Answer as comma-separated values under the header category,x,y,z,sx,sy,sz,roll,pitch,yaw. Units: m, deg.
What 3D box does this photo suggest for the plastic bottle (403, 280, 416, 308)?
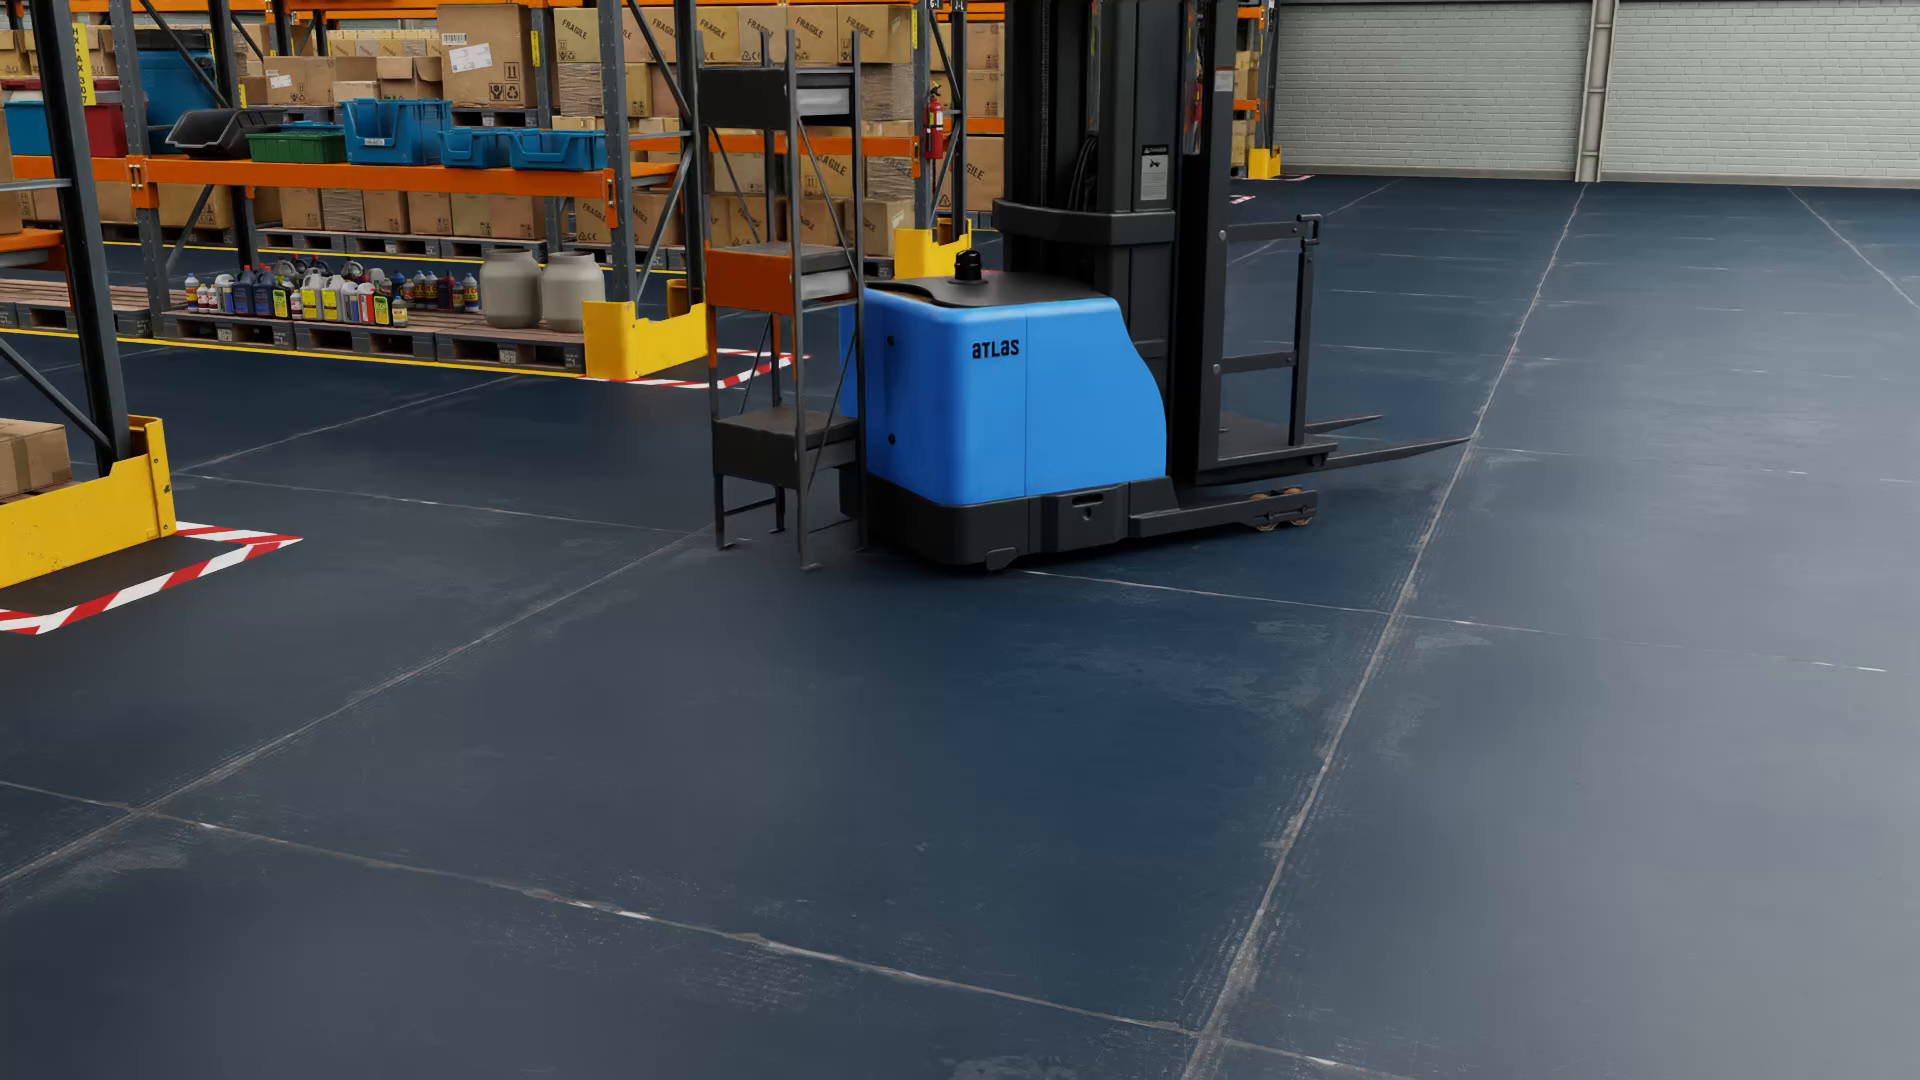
category,x,y,z,sx,sy,sz,roll,pitch,yaw
plastic bottle,-4.069,-1.825,12.309,0.097,0.201,0.097,0,16,0

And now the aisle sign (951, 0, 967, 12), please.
category,x,y,z,sx,sy,sz,roll,pitch,yaw
aisle sign,-0.008,-5.240,15.180,0.004,0.787,0.394,6,17,21

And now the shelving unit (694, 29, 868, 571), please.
category,x,y,z,sx,sy,sz,roll,pitch,yaw
shelving unit,-0.710,-0.968,6.741,0.503,2.100,0.431,12,20,36

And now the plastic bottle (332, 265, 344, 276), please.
category,x,y,z,sx,sy,sz,roll,pitch,yaw
plastic bottle,-4.663,-1.935,12.541,0.133,0.283,0.061,8,18,24

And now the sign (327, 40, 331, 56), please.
category,x,y,z,sx,sy,sz,roll,pitch,yaw
sign,-9.224,-7.124,24.256,0.005,0.325,0.100,6,17,21

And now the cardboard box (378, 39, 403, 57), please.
category,x,y,z,sx,sy,sz,roll,pitch,yaw
cardboard box,-9.652,-8.380,28.685,0.500,0.500,0.500,6,17,21

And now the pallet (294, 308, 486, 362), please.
category,x,y,z,sx,sy,sz,roll,pitch,yaw
pallet,-3.965,-1.502,11.968,1.213,0.211,1.003,6,17,21

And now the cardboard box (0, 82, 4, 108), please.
category,x,y,z,sx,sy,sz,roll,pitch,yaw
cardboard box,-4.100,-1.807,6.674,0.250,0.149,0.380,6,17,20

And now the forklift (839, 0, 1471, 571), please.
category,x,y,z,sx,sy,sz,roll,pitch,yaw
forklift,1.005,-1.562,7.296,3.031,2.935,1.130,-9,18,-28

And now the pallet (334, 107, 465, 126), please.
category,x,y,z,sx,sy,sz,roll,pitch,yaw
pallet,-5.761,-4.454,17.481,1.213,0.211,1.003,6,17,21

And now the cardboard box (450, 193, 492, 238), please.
category,x,y,z,sx,sy,sz,roll,pitch,yaw
cardboard box,-4.896,-3.462,17.414,0.500,0.500,0.700,6,17,20

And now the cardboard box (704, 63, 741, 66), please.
category,x,y,z,sx,sy,sz,roll,pitch,yaw
cardboard box,-2.096,-4.311,15.930,0.500,0.500,0.875,6,17,21

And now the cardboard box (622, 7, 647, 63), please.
category,x,y,z,sx,sy,sz,roll,pitch,yaw
cardboard box,-3.105,-4.838,15.951,0.500,0.500,0.500,6,17,21

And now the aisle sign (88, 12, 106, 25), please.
category,x,y,z,sx,sy,sz,roll,pitch,yaw
aisle sign,-13.103,-8.167,25.261,0.004,0.787,0.394,6,17,21

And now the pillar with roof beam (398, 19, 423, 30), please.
category,x,y,z,sx,sy,sz,roll,pitch,yaw
pillar with roof beam,-13.362,-11.689,31.296,0.400,9.000,9.100,6,17,21

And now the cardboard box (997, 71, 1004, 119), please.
category,x,y,z,sx,sy,sz,roll,pitch,yaw
cardboard box,0.857,-5.345,19.936,0.550,0.550,0.875,6,17,21

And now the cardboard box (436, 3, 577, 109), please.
category,x,y,z,sx,sy,sz,roll,pitch,yaw
cardboard box,-4.584,-4.937,16.969,1.000,1.000,1.000,6,17,21

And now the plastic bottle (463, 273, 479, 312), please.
category,x,y,z,sx,sy,sz,roll,pitch,yaw
plastic bottle,-3.565,-1.803,12.108,0.097,0.271,0.097,0,16,0

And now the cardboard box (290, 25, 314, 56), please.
category,x,y,z,sx,sy,sz,roll,pitch,yaw
cardboard box,-9.755,-7.204,24.102,0.500,0.500,0.500,7,17,22

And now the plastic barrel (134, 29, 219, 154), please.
category,x,y,z,sx,sy,sz,roll,pitch,yaw
plastic barrel,-5.962,-3.404,12.618,0.708,0.901,0.600,6,17,21

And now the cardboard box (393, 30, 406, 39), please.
category,x,y,z,sx,sy,sz,roll,pitch,yaw
cardboard box,-9.506,-8.675,28.539,0.250,0.149,0.380,6,17,21

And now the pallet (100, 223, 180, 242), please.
category,x,y,z,sx,sy,sz,roll,pitch,yaw
pallet,-9.454,-3.625,19.281,1.213,0.211,1.003,6,17,21

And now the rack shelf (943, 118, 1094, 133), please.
category,x,y,z,sx,sy,sz,roll,pitch,yaw
rack shelf,-0.122,-5.055,20.497,4.000,0.370,1.077,6,17,21

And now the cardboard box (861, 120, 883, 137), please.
category,x,y,z,sx,sy,sz,roll,pitch,yaw
cardboard box,-0.748,-3.801,15.336,0.250,0.149,0.380,6,17,21

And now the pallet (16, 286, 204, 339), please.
category,x,y,z,sx,sy,sz,roll,pitch,yaw
pallet,-6.458,-1.776,12.912,1.213,0.211,1.003,6,17,21

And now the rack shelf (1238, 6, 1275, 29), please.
category,x,y,z,sx,sy,sz,roll,pitch,yaw
rack shelf,3.418,-9.078,28.972,4.000,0.370,1.077,6,17,21

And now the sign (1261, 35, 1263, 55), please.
category,x,y,z,sx,sy,sz,roll,pitch,yaw
sign,5.067,-8.308,27.911,0.005,0.325,0.100,6,17,21

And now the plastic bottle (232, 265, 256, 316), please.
category,x,y,z,sx,sy,sz,roll,pitch,yaw
plastic bottle,-5.115,-1.794,11.934,0.185,0.351,0.144,7,18,22

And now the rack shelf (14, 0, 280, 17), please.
category,x,y,z,sx,sy,sz,roll,pitch,yaw
rack shelf,-9.478,-6.038,18.502,4.000,0.370,1.077,6,17,21

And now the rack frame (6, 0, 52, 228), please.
category,x,y,z,sx,sy,sz,roll,pitch,yaw
rack frame,-11.338,-5.148,19.525,0.127,3.000,1.000,6,17,21

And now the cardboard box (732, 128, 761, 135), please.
category,x,y,z,sx,sy,sz,roll,pitch,yaw
cardboard box,-1.950,-3.901,15.682,0.250,0.149,0.380,6,17,21

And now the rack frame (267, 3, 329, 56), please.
category,x,y,z,sx,sy,sz,roll,pitch,yaw
rack frame,-9.424,-6.424,23.920,0.127,3.000,1.000,6,17,21

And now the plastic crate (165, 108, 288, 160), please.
category,x,y,z,sx,sy,sz,roll,pitch,yaw
plastic crate,-5.273,-2.928,11.992,0.504,0.338,0.767,6,17,21

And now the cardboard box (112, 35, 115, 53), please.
category,x,y,z,sx,sy,sz,roll,pitch,yaw
cardboard box,-8.897,-5.415,18.466,0.637,0.503,0.797,7,17,22

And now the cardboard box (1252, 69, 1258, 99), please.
category,x,y,z,sx,sy,sz,roll,pitch,yaw
cardboard box,4.920,-7.949,28.994,0.500,0.500,0.500,7,18,22

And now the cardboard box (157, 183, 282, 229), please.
category,x,y,z,sx,sy,sz,roll,pitch,yaw
cardboard box,-8.252,-3.996,18.615,0.875,0.875,1.225,5,17,18

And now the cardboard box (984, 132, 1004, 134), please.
category,x,y,z,sx,sy,sz,roll,pitch,yaw
cardboard box,0.692,-5.959,25.152,0.500,0.500,0.500,7,18,23

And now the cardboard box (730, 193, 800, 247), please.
category,x,y,z,sx,sy,sz,roll,pitch,yaw
cardboard box,-1.894,-3.111,16.239,0.500,0.500,0.500,8,18,26

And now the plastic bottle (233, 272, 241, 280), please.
category,x,y,z,sx,sy,sz,roll,pitch,yaw
plastic bottle,-5.229,-1.807,12.100,0.133,0.283,0.061,6,17,21

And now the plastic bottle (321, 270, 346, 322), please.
category,x,y,z,sx,sy,sz,roll,pitch,yaw
plastic bottle,-4.371,-1.712,11.652,0.185,0.351,0.144,7,18,23

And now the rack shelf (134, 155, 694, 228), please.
category,x,y,z,sx,sy,sz,roll,pitch,yaw
rack shelf,-3.853,-2.495,11.677,4.000,0.370,1.077,6,17,21

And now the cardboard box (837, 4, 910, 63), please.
category,x,y,z,sx,sy,sz,roll,pitch,yaw
cardboard box,-0.778,-4.583,15.075,0.500,0.500,0.500,6,17,21

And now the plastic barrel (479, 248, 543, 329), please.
category,x,y,z,sx,sy,sz,roll,pitch,yaw
plastic barrel,-3.099,-1.741,11.500,0.421,0.512,0.421,0,16,0

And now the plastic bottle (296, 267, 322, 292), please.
category,x,y,z,sx,sy,sz,roll,pitch,yaw
plastic bottle,-4.861,-1.896,12.421,0.135,0.276,0.152,6,17,21

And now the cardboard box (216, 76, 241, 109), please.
category,x,y,z,sx,sy,sz,roll,pitch,yaw
cardboard box,-8.167,-4.773,18.054,0.500,0.500,0.500,7,18,22

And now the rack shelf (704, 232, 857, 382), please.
category,x,y,z,sx,sy,sz,roll,pitch,yaw
rack shelf,-0.710,-0.955,6.744,0.480,0.518,0.431,12,20,36

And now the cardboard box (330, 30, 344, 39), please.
category,x,y,z,sx,sy,sz,roll,pitch,yaw
cardboard box,-10.725,-8.794,28.949,0.250,0.149,0.380,7,18,22

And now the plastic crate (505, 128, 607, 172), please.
category,x,y,z,sx,sy,sz,roll,pitch,yaw
plastic crate,-2.568,-2.538,10.801,0.616,0.251,0.499,6,17,21

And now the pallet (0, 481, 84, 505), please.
category,x,y,z,sx,sy,sz,roll,pitch,yaw
pallet,-4.540,-0.079,7.069,1.213,0.211,1.003,6,17,21

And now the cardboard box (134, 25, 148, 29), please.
category,x,y,z,sx,sy,sz,roll,pitch,yaw
cardboard box,-11.878,-7.280,24.364,0.500,0.500,0.500,6,17,19

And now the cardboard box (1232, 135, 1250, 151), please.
category,x,y,z,sx,sy,sz,roll,pitch,yaw
cardboard box,4.711,-6.868,28.733,0.500,0.250,0.500,6,17,20

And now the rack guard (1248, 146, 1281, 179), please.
category,x,y,z,sx,sy,sz,roll,pitch,yaw
rack guard,5.301,-6.575,28.926,0.348,0.500,1.175,6,17,21

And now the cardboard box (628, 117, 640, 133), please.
category,x,y,z,sx,sy,sz,roll,pitch,yaw
cardboard box,-3.100,-4.038,16.154,0.250,0.149,0.380,6,17,21

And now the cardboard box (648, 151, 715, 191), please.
category,x,y,z,sx,sy,sz,roll,pitch,yaw
cardboard box,-3.489,-4.866,21.838,0.750,0.750,1.050,6,17,21

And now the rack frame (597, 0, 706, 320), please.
category,x,y,z,sx,sy,sz,roll,pitch,yaw
rack frame,-1.993,-2.635,10.872,0.127,3.000,1.000,6,17,21

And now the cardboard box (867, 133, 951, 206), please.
category,x,y,z,sx,sy,sz,roll,pitch,yaw
cardboard box,-0.583,-4.613,20.741,0.875,0.875,0.875,6,17,21
